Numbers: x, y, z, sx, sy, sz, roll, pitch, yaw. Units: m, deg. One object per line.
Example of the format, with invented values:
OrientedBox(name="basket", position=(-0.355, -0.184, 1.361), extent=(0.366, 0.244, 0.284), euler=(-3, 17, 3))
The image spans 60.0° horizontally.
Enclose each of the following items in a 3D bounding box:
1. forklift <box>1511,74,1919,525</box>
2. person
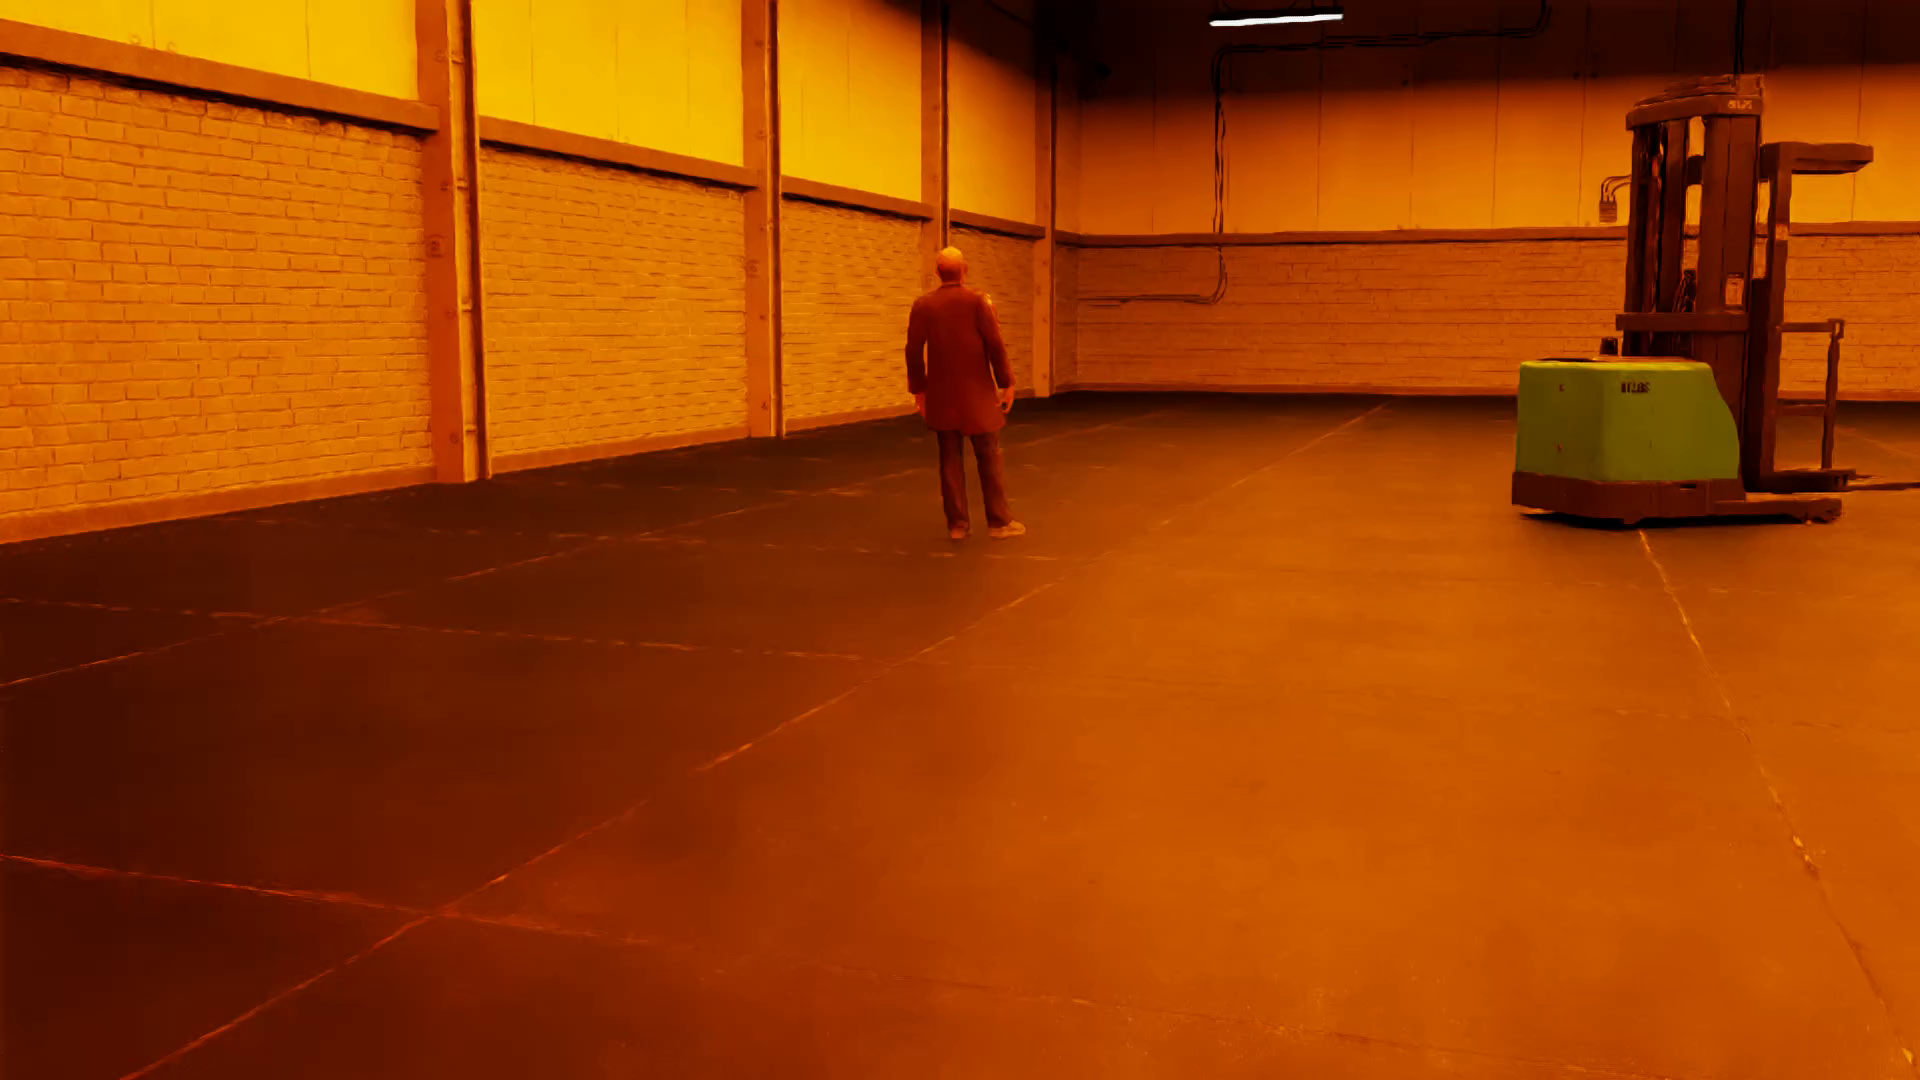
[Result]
OrientedBox(name="forklift", position=(5.451, -1.633, 11.467), extent=(3.031, 2.935, 1.130), euler=(-2, 8, -15))
OrientedBox(name="person", position=(0.034, -0.900, 10.243), extent=(0.694, 1.776, 0.580), euler=(3, 8, 19))
